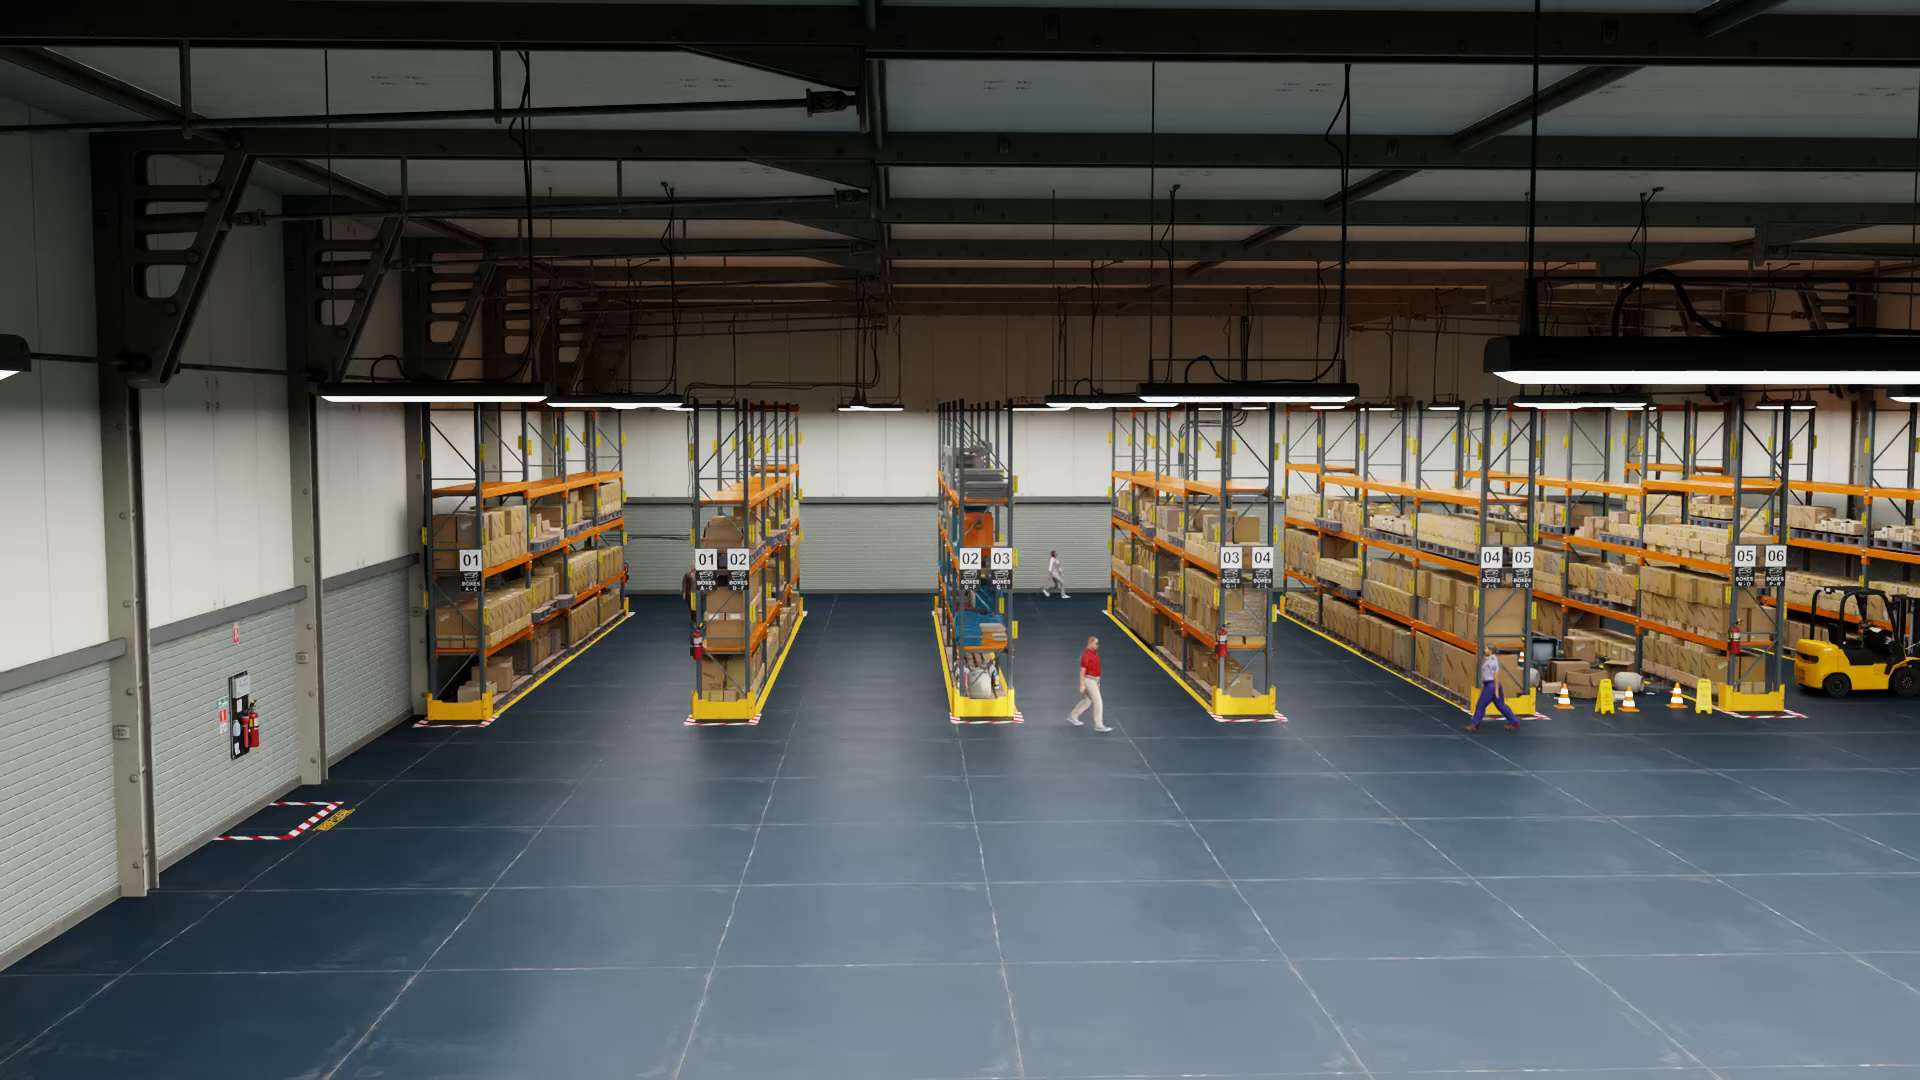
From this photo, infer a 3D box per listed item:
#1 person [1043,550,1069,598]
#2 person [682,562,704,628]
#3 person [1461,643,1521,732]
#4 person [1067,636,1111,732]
[{"bbox_3d":[2.977,1.049,51.659,0.912,1.483,0.407,2,5,26],"label":"person"},{"bbox_3d":[-7.176,1.451,44.621,0.575,1.713,1.141,0,4,0],"label":"person"},{"bbox_3d":[9.563,2.648,29.889,1.042,1.592,0.489,1,4,14],"label":"person"},{"bbox_3d":[2.346,2.584,30.183,0.897,1.685,0.548,1,5,16],"label":"person"}]
